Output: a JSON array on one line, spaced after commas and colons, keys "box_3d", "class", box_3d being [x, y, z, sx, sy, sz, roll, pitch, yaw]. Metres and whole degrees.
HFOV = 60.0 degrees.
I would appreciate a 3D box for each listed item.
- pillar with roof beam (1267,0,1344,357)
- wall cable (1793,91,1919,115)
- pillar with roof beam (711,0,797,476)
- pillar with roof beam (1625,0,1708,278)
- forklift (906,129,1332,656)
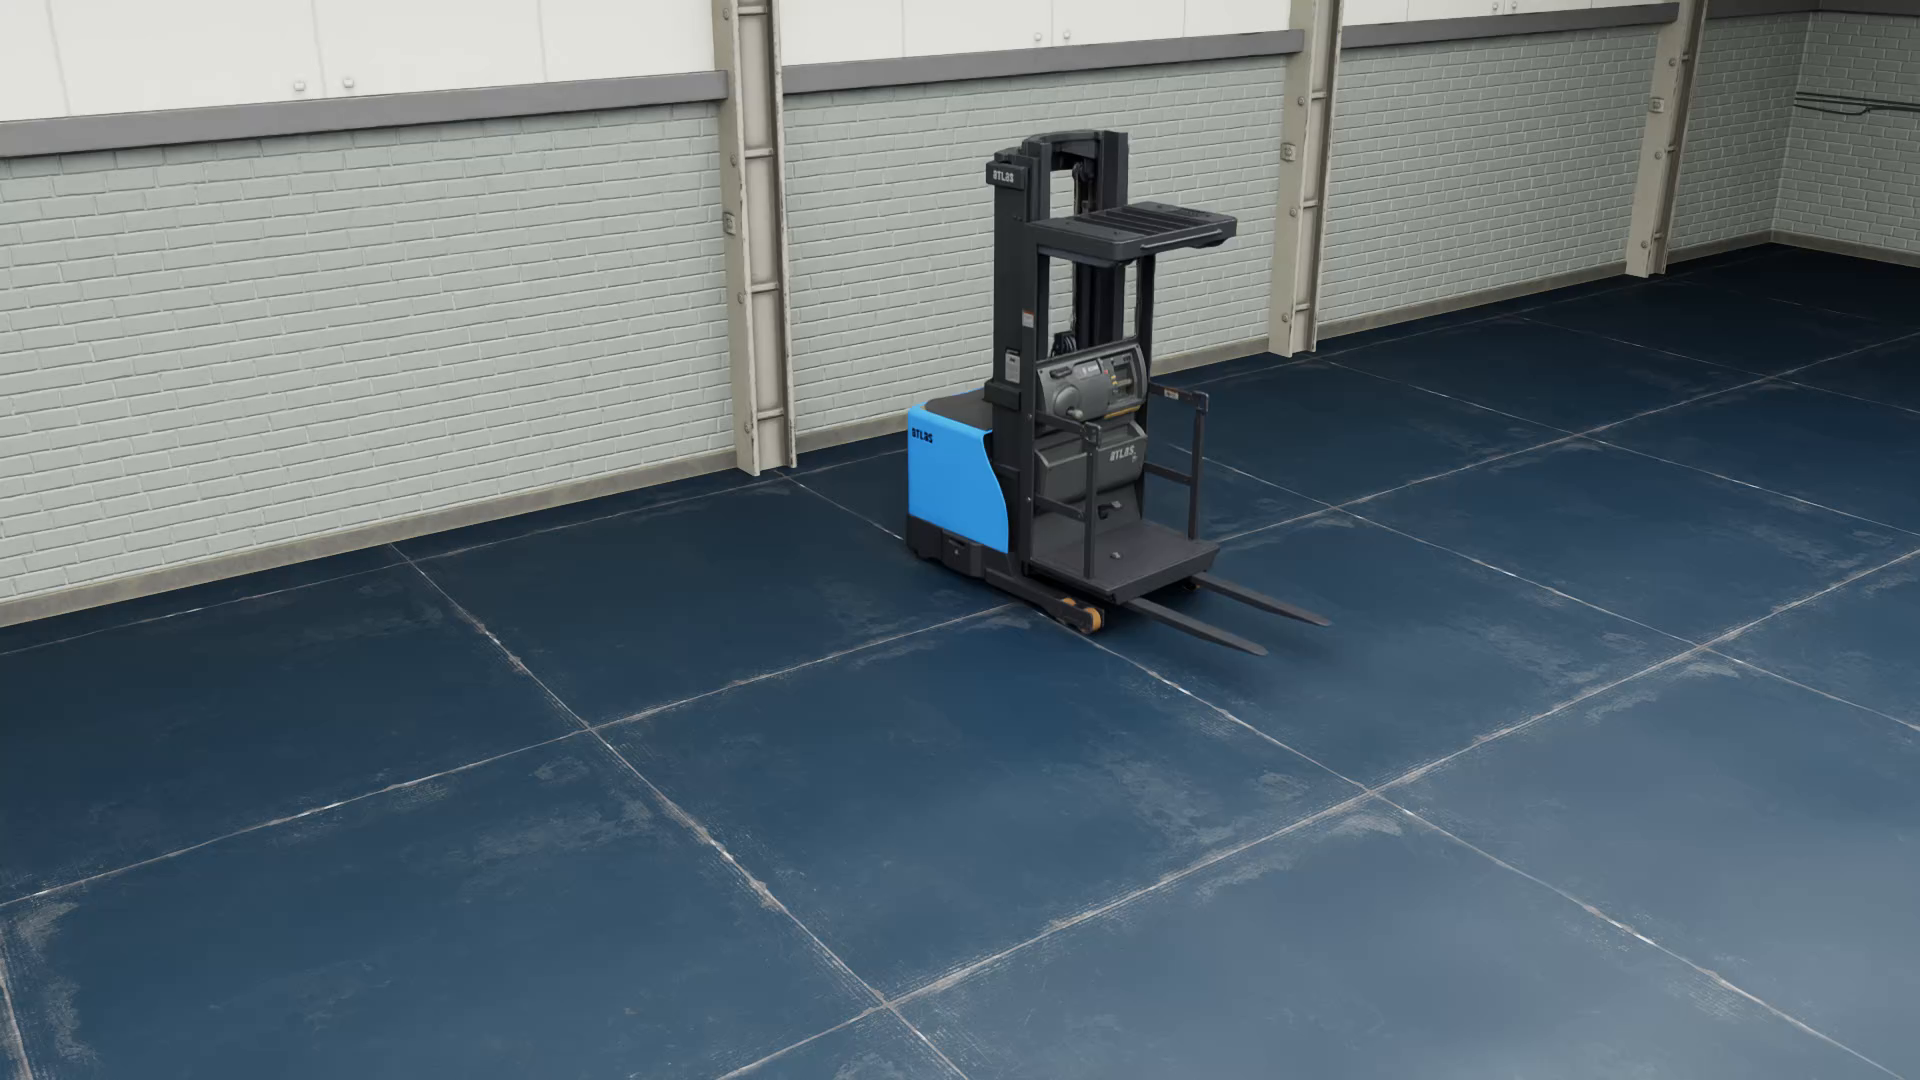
[{"box_3d": [5.826, -4.777, 11.726, 0.400, 9.000, 9.100, -15, 26, -33], "class": "pillar with roof beam"}, {"box_3d": [11.346, -6.168, 19.403, 0.112, 2.526, 3.097, -15, 26, -33], "class": "wall cable"}, {"box_3d": [0.955, -3.478, 8.471, 0.400, 9.000, 9.100, -15, 26, -33], "class": "pillar with roof beam"}, {"box_3d": [10.696, -6.076, 14.980, 0.400, 9.000, 9.100, -15, 26, -33], "class": "pillar with roof beam"}, {"box_3d": [0.987, -0.986, 10.412, 1.130, 2.935, 3.031, -19, 28, -39], "class": "forklift"}]
